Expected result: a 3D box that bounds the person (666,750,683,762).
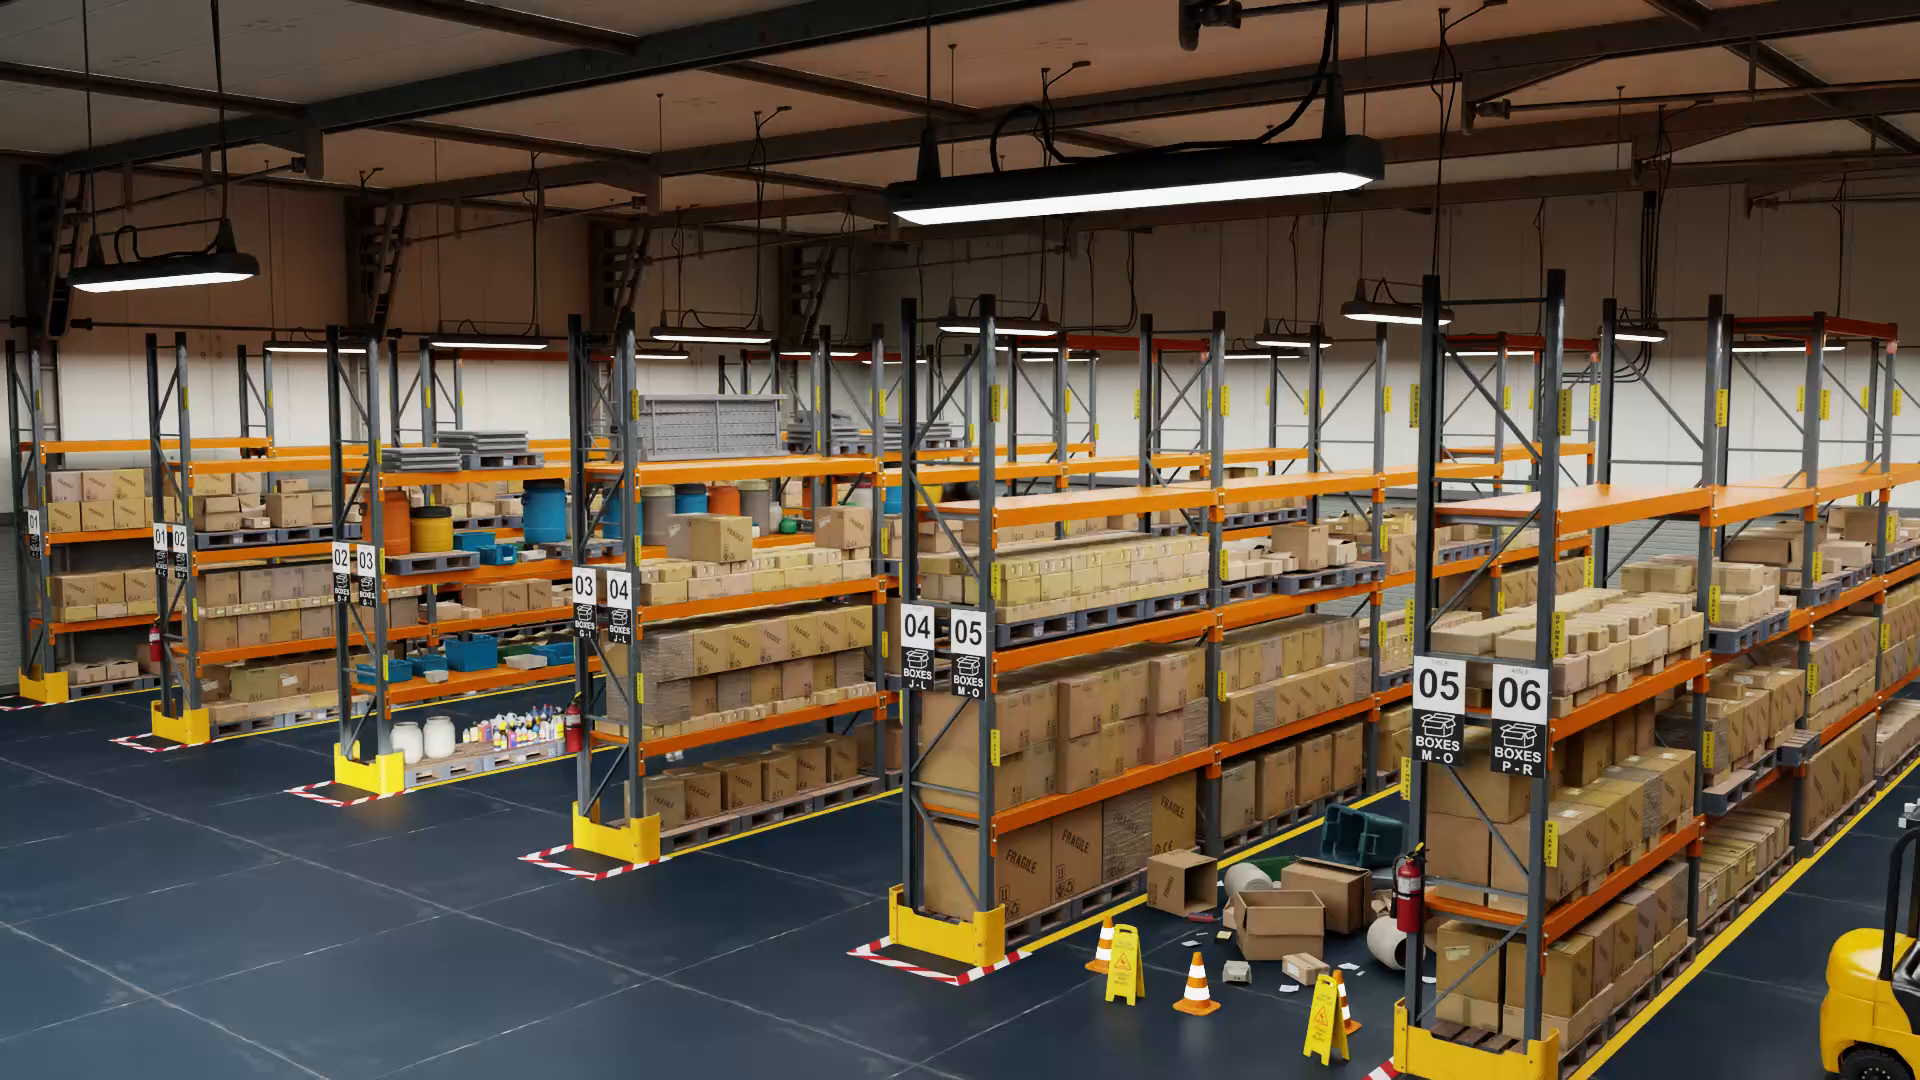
[{"bbox_3d":[-3.892,2.203,22.642,0.443,1.611,0.355,-4,6,-37],"label":"person"}]
